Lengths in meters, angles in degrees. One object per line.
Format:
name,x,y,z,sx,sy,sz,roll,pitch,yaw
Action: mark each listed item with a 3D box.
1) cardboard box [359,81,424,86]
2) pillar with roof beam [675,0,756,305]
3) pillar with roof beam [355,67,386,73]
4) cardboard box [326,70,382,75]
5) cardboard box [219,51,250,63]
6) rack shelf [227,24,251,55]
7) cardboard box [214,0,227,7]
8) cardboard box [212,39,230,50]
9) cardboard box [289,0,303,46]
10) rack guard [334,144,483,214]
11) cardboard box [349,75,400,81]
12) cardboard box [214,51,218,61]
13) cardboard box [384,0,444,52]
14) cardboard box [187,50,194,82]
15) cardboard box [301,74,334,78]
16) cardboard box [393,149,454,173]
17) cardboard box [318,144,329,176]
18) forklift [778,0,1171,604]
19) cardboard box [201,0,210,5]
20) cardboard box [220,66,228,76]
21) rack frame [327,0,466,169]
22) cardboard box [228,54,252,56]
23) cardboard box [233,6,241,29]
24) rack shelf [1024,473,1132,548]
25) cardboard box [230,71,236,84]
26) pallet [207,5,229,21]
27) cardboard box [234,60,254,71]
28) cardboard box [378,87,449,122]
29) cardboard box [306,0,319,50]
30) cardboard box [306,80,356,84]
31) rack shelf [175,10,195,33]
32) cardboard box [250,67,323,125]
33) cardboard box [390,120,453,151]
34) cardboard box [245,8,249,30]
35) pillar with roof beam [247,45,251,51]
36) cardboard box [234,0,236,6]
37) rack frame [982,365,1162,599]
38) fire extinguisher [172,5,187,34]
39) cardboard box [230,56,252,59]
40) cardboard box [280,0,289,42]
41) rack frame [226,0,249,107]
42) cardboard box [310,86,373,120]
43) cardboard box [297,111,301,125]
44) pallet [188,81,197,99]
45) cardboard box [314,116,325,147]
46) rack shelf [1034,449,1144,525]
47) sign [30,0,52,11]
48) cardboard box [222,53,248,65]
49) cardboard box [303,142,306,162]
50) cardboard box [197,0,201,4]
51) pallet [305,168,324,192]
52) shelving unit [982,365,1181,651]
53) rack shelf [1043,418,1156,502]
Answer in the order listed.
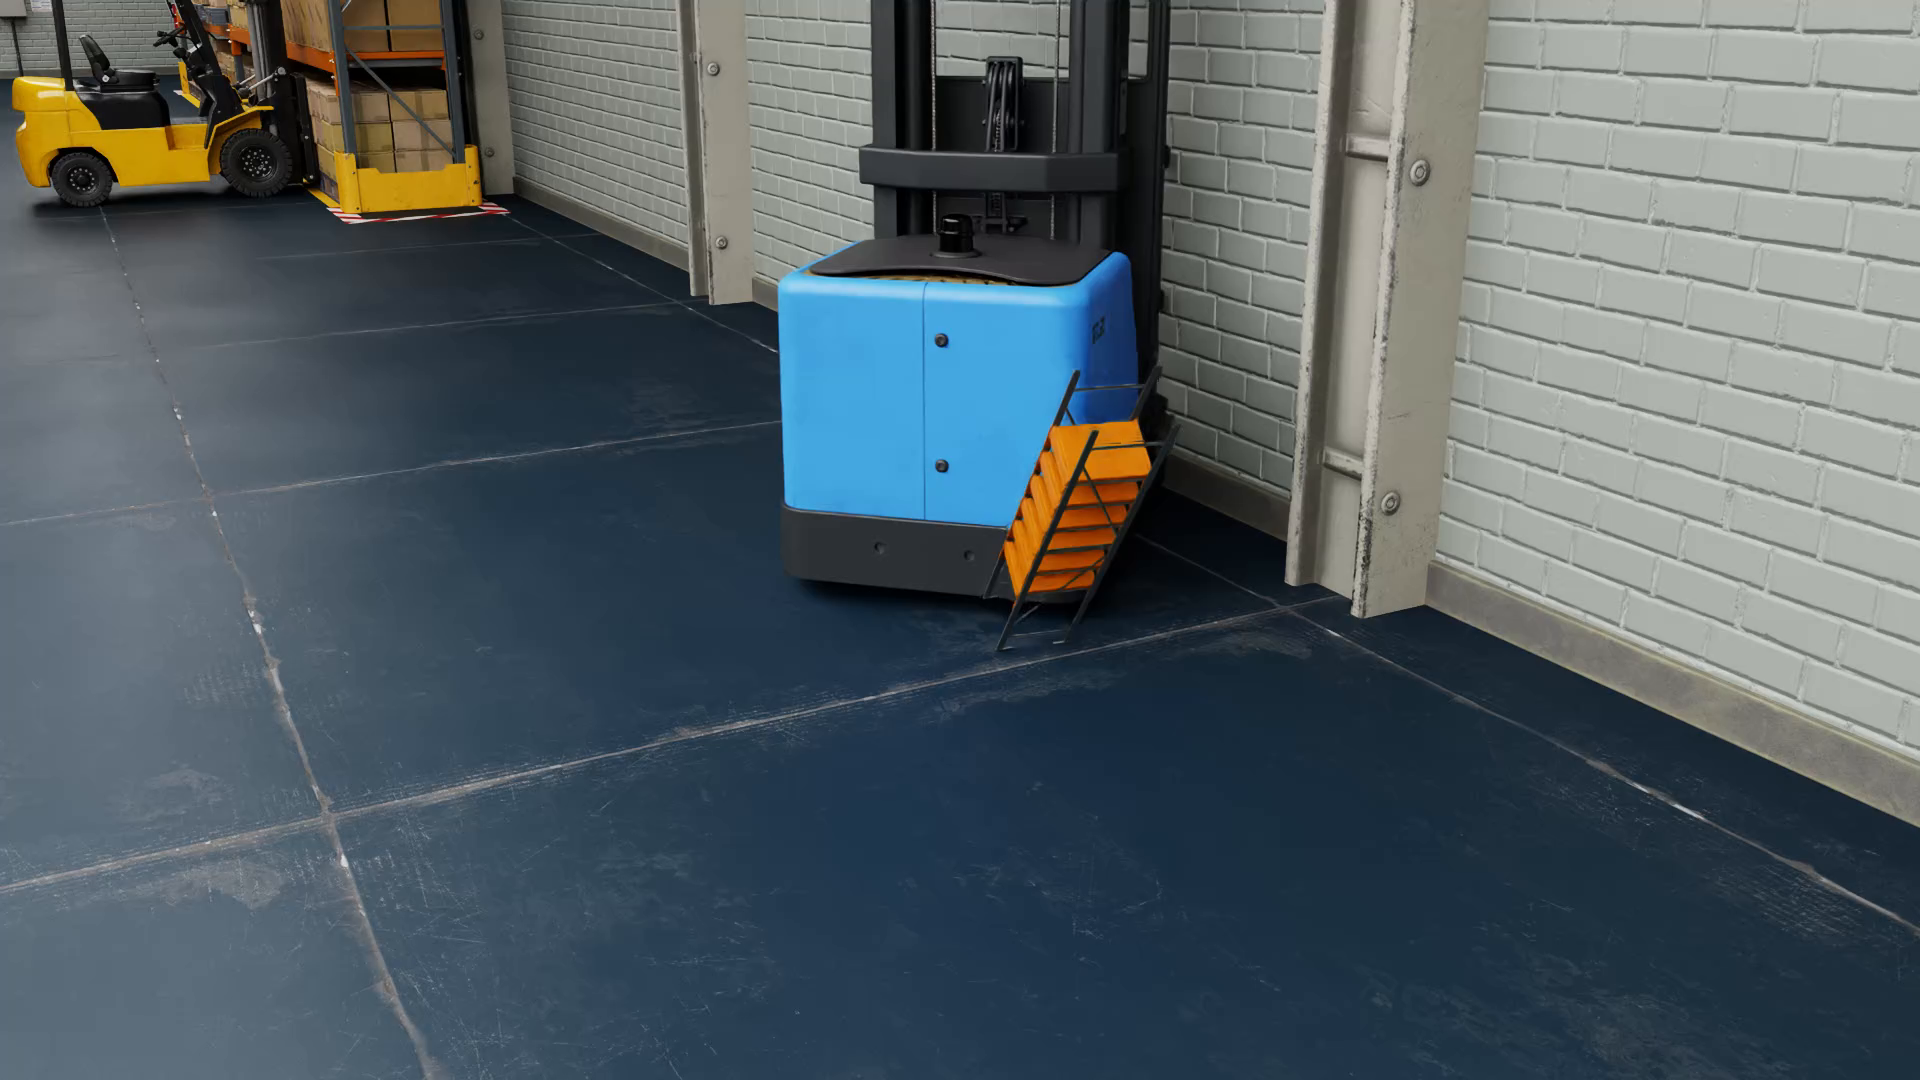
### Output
cardboard box,-5.349,-4.175,15.672,0.500,0.250,0.500,-10,21,-27
pillar with roof beam,-5.296,-5.135,7.216,9.100,9.000,0.400,-10,21,-27
pillar with roof beam,-10.994,-8.580,17.200,9.100,9.000,0.400,-10,21,-27
cardboard box,-6.315,-4.757,17.357,0.500,0.250,0.500,-10,21,-26
cardboard box,-10.250,-6.833,23.530,0.380,0.149,0.250,-11,22,-29
rack shelf,-7.668,-5.731,19.244,1.077,0.370,4.000,-10,21,-27
cardboard box,-9.267,-6.854,21.137,0.380,0.149,0.250,-10,21,-26
cardboard box,-10.528,-7.123,23.913,0.380,0.149,0.250,-10,22,-28
cardboard box,-6.014,-4.937,15.686,0.500,0.500,0.500,-10,21,-26
rack guard,-4.808,-3.160,14.523,1.175,0.500,0.348,-10,21,-27
cardboard box,-5.832,-4.467,16.516,0.500,0.250,0.500,-10,21,-26
cardboard box,-10.581,-6.973,23.934,0.380,0.149,0.250,-9,21,-24
cardboard box,-4.810,-4.581,14.656,0.500,0.500,0.500,-9,21,-25
cardboard box,-12.210,-7.770,27.233,0.797,0.503,0.637,-11,22,-29
cardboard box,-6.531,-4.532,16.707,0.500,0.250,0.500,-10,21,-27
cardboard box,-4.880,-3.419,15.012,0.500,0.250,0.500,-10,21,-26
cardboard box,-5.548,-3.478,15.182,0.500,0.250,0.500,-10,21,-27
forklift,0.281,-1.627,6.353,1.130,2.935,3.031,5,20,14
cardboard box,-9.866,-7.492,22.447,0.700,0.500,0.500,-10,21,-27
cardboard box,-9.750,-6.191,22.664,0.500,0.500,0.500,-11,22,-29
rack frame,-4.819,-4.349,14.135,1.000,3.000,0.127,-10,21,-27
cardboard box,-9.752,-6.535,22.664,0.380,0.149,0.250,-10,21,-26
cardboard box,-8.388,-6.264,19.916,0.500,0.250,0.500,-10,22,-28
rack shelf,0.328,-0.093,4.641,0.258,0.103,0.180,-5,61,-15
cardboard box,-9.236,-5.895,21.806,0.500,0.500,0.500,-10,22,-27
pallet,-9.545,-7.112,22.438,1.003,0.211,1.213,-10,21,-27
cardboard box,-9.075,-6.071,21.321,0.380,0.149,0.250,-11,22,-29
cardboard box,-4.881,-3.887,14.837,0.500,0.250,0.500,-10,22,-27
cardboard box,-5.522,-4.647,14.846,0.500,0.500,0.500,-9,21,-25
cardboard box,-6.042,-4.239,15.858,0.500,0.250,0.500,-10,22,-28
rack shelf,-11.467,-8.027,25.899,1.077,0.370,4.000,-10,21,-27
cardboard box,-8.016,-5.354,20.044,0.875,0.625,0.625,-9,21,-25
cardboard box,-4.859,-3.651,14.918,0.500,0.250,0.500,-10,21,-26
cardboard box,-7.892,-5.968,19.058,0.500,0.250,0.500,-9,21,-25
pillar with roof beam,-16.693,-12.024,27.183,9.100,9.000,0.400,-10,21,-27
cardboard box,-8.385,-6.501,19.838,0.500,0.250,0.500,-9,21,-25
rack frame,0.295,-0.133,4.748,0.240,1.200,0.006,-5,61,-15
fire extinguisher,-12.893,-8.699,27.434,0.296,0.674,0.183,-10,21,-27
cardboard box,-9.523,-6.382,22.221,0.380,0.149,0.250,-10,22,-27
cardboard box,-6.476,-5.229,16.534,0.500,0.500,0.500,-10,21,-26
rack frame,-8.618,-6.645,20.791,1.000,3.000,0.127,-10,21,-27
cardboard box,-5.560,-3.950,15.017,0.500,0.250,0.500,-10,21,-26
cardboard box,-6.052,-4.010,15.958,0.500,0.250,0.500,-10,21,-27
pallet,-12.001,-7.373,27.175,1.003,0.211,1.213,-10,21,-27
cardboard box,-5.554,-3.721,15.120,0.500,0.250,0.500,-10,22,-27
rack shelf,0.350,-0.154,4.540,0.258,0.103,0.180,-5,61,-15
sign,-17.227,-10.161,31.126,0.329,0.494,0.001,-10,21,-27
cardboard box,-10.022,-6.679,23.083,0.380,0.149,0.250,-10,21,-27
cardboard box,-6.044,-3.768,16.025,0.500,0.250,0.500,-9,21,-25
cardboard box,-10.239,-7.717,23.100,0.700,0.500,0.500,-10,21,-26
pallet,-5.794,-3.593,16.221,1.003,0.211,1.213,-10,21,-27
shelving unit,0.314,-0.054,4.704,0.258,1.200,0.189,-5,61,-15
rack shelf,0.371,-0.215,4.439,0.258,0.103,0.180,-5,61,-15
